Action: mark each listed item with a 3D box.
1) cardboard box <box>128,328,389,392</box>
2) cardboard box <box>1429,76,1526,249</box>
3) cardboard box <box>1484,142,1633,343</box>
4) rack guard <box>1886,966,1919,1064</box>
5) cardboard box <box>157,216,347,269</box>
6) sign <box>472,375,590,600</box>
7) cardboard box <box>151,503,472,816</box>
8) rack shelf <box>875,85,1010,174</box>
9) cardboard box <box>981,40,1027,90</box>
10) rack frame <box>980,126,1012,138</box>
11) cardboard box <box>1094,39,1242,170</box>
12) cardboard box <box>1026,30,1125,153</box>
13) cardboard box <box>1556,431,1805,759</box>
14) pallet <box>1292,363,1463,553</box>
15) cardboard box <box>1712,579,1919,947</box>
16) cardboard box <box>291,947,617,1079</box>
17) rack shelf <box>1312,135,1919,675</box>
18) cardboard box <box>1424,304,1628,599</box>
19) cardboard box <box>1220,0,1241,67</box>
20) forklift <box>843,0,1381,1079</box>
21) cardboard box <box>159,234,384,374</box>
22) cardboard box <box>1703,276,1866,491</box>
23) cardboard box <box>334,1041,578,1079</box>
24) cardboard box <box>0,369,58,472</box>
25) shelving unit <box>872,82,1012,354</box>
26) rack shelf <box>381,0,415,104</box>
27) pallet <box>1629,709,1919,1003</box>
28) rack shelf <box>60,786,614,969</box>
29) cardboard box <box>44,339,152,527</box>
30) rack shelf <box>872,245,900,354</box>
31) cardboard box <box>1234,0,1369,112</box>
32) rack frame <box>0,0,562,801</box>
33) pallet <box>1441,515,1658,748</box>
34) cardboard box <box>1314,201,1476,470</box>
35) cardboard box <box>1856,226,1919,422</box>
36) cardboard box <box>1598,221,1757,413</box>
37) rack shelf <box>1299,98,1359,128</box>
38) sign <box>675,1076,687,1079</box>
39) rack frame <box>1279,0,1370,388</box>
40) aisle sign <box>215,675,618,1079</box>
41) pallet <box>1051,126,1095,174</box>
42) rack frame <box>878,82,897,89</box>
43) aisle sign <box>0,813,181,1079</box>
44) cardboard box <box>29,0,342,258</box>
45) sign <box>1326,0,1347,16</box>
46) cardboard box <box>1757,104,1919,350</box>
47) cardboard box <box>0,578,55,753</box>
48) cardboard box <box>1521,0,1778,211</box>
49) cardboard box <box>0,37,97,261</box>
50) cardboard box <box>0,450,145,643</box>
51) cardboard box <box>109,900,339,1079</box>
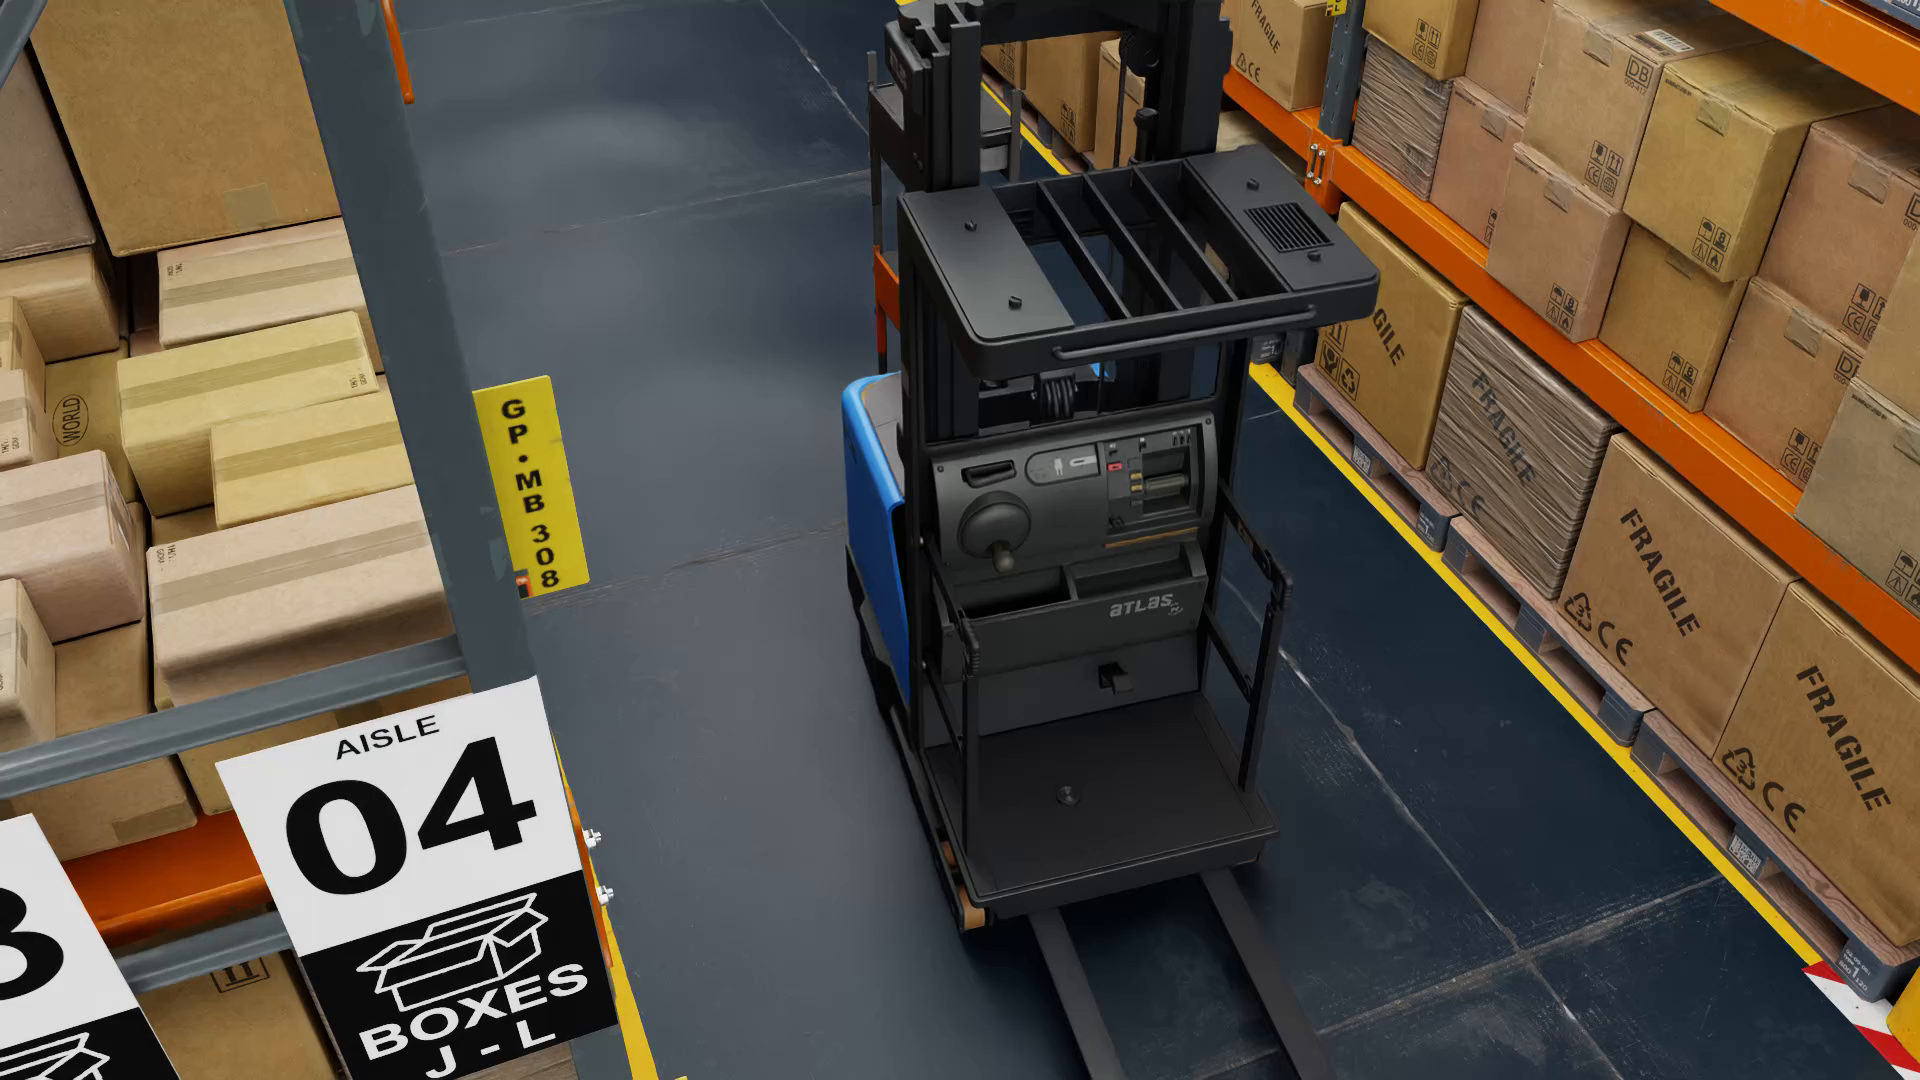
[{"bbox_3d":[-1.178,-0.198,2.994,0.500,0.250,0.500,-16,43,-18],"label":"cardboard box"},{"bbox_3d":[2.445,-1.551,6.639,0.875,0.550,0.550,-15,43,-17],"label":"cardboard box"},{"bbox_3d":[2.542,-1.197,6.226,0.875,0.550,0.550,-15,43,-17],"label":"cardboard box"},{"bbox_3d":[3.601,1.332,5.317,1.175,0.500,0.348,-15,43,-17],"label":"rack guard"},{"bbox_3d":[-1.269,-0.540,3.085,0.380,0.149,0.250,-15,43,-17],"label":"cardboard box"},{"bbox_3d":[-0.528,-0.058,2.045,0.100,0.325,0.005,-15,43,-17],"label":"sign"},{"bbox_3d":[-0.975,0.111,2.634,0.500,0.250,0.500,-14,43,-16],"label":"cardboard box"},{"bbox_3d":[-0.063,-1.520,6.145,0.368,0.174,0.457,-15,43,-17],"label":"rack shelf"},{"bbox_3d":[0.680,-3.366,10.267,1.050,0.750,0.750,-16,43,-17],"label":"cardboard box"},{"bbox_3d":[0.031,-0.749,6.511,0.380,1.831,0.006,-15,43,-17],"label":"rack frame"},{"bbox_3d":[1.375,-2.279,9.003,1.050,0.750,0.750,-15,43,-17],"label":"cardboard box"},{"bbox_3d":[1.018,-2.840,9.656,1.050,0.750,0.750,-14,43,-16],"label":"cardboard box"},{"bbox_3d":[2.932,0.095,6.147,0.875,0.875,0.875,-16,43,-18],"label":"cardboard box"},{"bbox_3d":[2.280,-0.505,7.675,1.003,0.211,1.213,-15,43,-17],"label":"pallet"},{"bbox_3d":[3.271,0.624,5.531,0.875,0.875,0.875,-15,43,-17],"label":"cardboard box"},{"bbox_3d":[-0.988,0.617,3.160,0.500,0.500,0.500,-15,43,-17],"label":"cardboard box"},{"bbox_3d":[2.826,-0.562,6.155,1.077,0.370,4.000,-15,43,-17],"label":"rack shelf"},{"bbox_3d":[2.585,-0.455,6.786,0.875,0.875,0.875,-15,43,-17],"label":"cardboard box"},{"bbox_3d":[1.421,-2.629,7.930,0.500,0.500,0.500,-16,43,-17],"label":"cardboard box"},{"bbox_3d":[0.428,-0.068,5.082,1.121,2.935,3.031,-11,42,-12],"label":"forklift"},{"bbox_3d":[-1.180,-0.392,2.914,0.380,0.149,0.250,-13,42,-15],"label":"cardboard box"},{"bbox_3d":[3.079,-0.594,5.525,0.875,0.550,0.550,-15,43,-17],"label":"cardboard box"},{"bbox_3d":[-1.215,1.058,3.415,0.875,0.500,0.500,-15,43,-17],"label":"cardboard box"},{"bbox_3d":[-1.621,-0.098,2.572,0.380,0.149,0.250,-17,43,-19],"label":"cardboard box"},{"bbox_3d":[5.281,-3.592,7.404,12.070,5.092,0.667,-15,43,-17],"label":"shelving unit"},{"bbox_3d":[-1.795,-1.659,2.832,1.077,0.370,4.000,-15,43,-17],"label":"rack shelf"},{"bbox_3d":[3.213,0.965,5.966,1.003,0.211,1.213,-15,43,-17],"label":"pallet"},{"bbox_3d":[-1.795,-0.523,3.808,1.077,0.370,4.000,-15,43,-17],"label":"rack shelf"},{"bbox_3d":[-1.643,-0.061,2.835,0.500,0.250,0.500,-15,43,-17],"label":"cardboard box"},{"bbox_3d":[-0.063,-0.885,6.690,0.431,0.518,0.480,-15,43,-17],"label":"rack shelf"},{"bbox_3d":[1.614,-2.325,7.577,0.500,0.500,0.500,-15,43,-17],"label":"cardboard box"},{"bbox_3d":[-1.030,-0.728,1.195,1.000,3.000,0.127,-15,43,-17],"label":"rack frame"},{"bbox_3d":[2.750,0.231,6.819,1.003,0.211,1.213,-15,43,-17],"label":"pallet"},{"bbox_3d":[2.237,-0.997,7.416,0.875,0.875,0.875,-14,43,-16],"label":"cardboard box"},{"bbox_3d":[3.190,-0.638,4.748,0.875,0.550,0.550,-15,43,-17],"label":"cardboard box"},{"bbox_3d":[2.838,-0.902,5.884,0.875,0.550,0.500,-15,43,-17],"label":"cardboard box"},{"bbox_3d":[1.296,-3.046,8.893,0.919,0.124,3.809,-15,43,-17],"label":"rack shelf"},{"bbox_3d":[-0.528,1.083,3.026,0.100,0.325,0.005,-15,43,-17],"label":"sign"},{"bbox_3d":[2.061,-2.039,7.321,1.000,3.000,0.127,-15,43,-17],"label":"rack frame"},{"bbox_3d":[-0.729,0.523,2.347,0.394,0.787,0.004,-15,43,-17],"label":"aisle sign"},{"bbox_3d":[1.226,-2.164,9.605,1.003,0.211,1.213,-15,43,-17],"label":"pallet"},{"bbox_3d":[-0.155,-1.043,6.853,0.380,1.831,0.006,-15,43,-17],"label":"rack frame"},{"bbox_3d":[-1.283,0.673,2.173,0.394,0.787,0.004,-15,43,-17],"label":"aisle sign"},{"bbox_3d":[-1.348,-0.893,2.999,0.500,0.500,0.500,-15,43,-17],"label":"cardboard box"},{"bbox_3d":[1.563,-2.307,6.805,0.100,0.325,0.005,-15,43,-17],"label":"sign"},{"bbox_3d":[3.101,-1.009,5.179,0.875,0.550,0.550,-15,43,-17],"label":"cardboard box"},{"bbox_3d":[-1.424,0.226,2.196,0.380,0.149,0.250,-15,43,-17],"label":"cardboard box"},{"bbox_3d":[2.568,-1.613,5.882,0.875,0.550,0.550,-15,43,-17],"label":"cardboard box"},{"bbox_3d":[-1.857,-0.802,2.893,0.500,0.500,0.500,-15,43,-17],"label":"cardboard box"},{"bbox_3d":[-1.415,0.039,2.412,0.380,0.149,0.250,-16,43,-18],"label":"cardboard box"},{"bbox_3d":[-1.808,0.653,4.451,1.144,2.239,2.984,-3,41,-3],"label":"cardboard box"}]
